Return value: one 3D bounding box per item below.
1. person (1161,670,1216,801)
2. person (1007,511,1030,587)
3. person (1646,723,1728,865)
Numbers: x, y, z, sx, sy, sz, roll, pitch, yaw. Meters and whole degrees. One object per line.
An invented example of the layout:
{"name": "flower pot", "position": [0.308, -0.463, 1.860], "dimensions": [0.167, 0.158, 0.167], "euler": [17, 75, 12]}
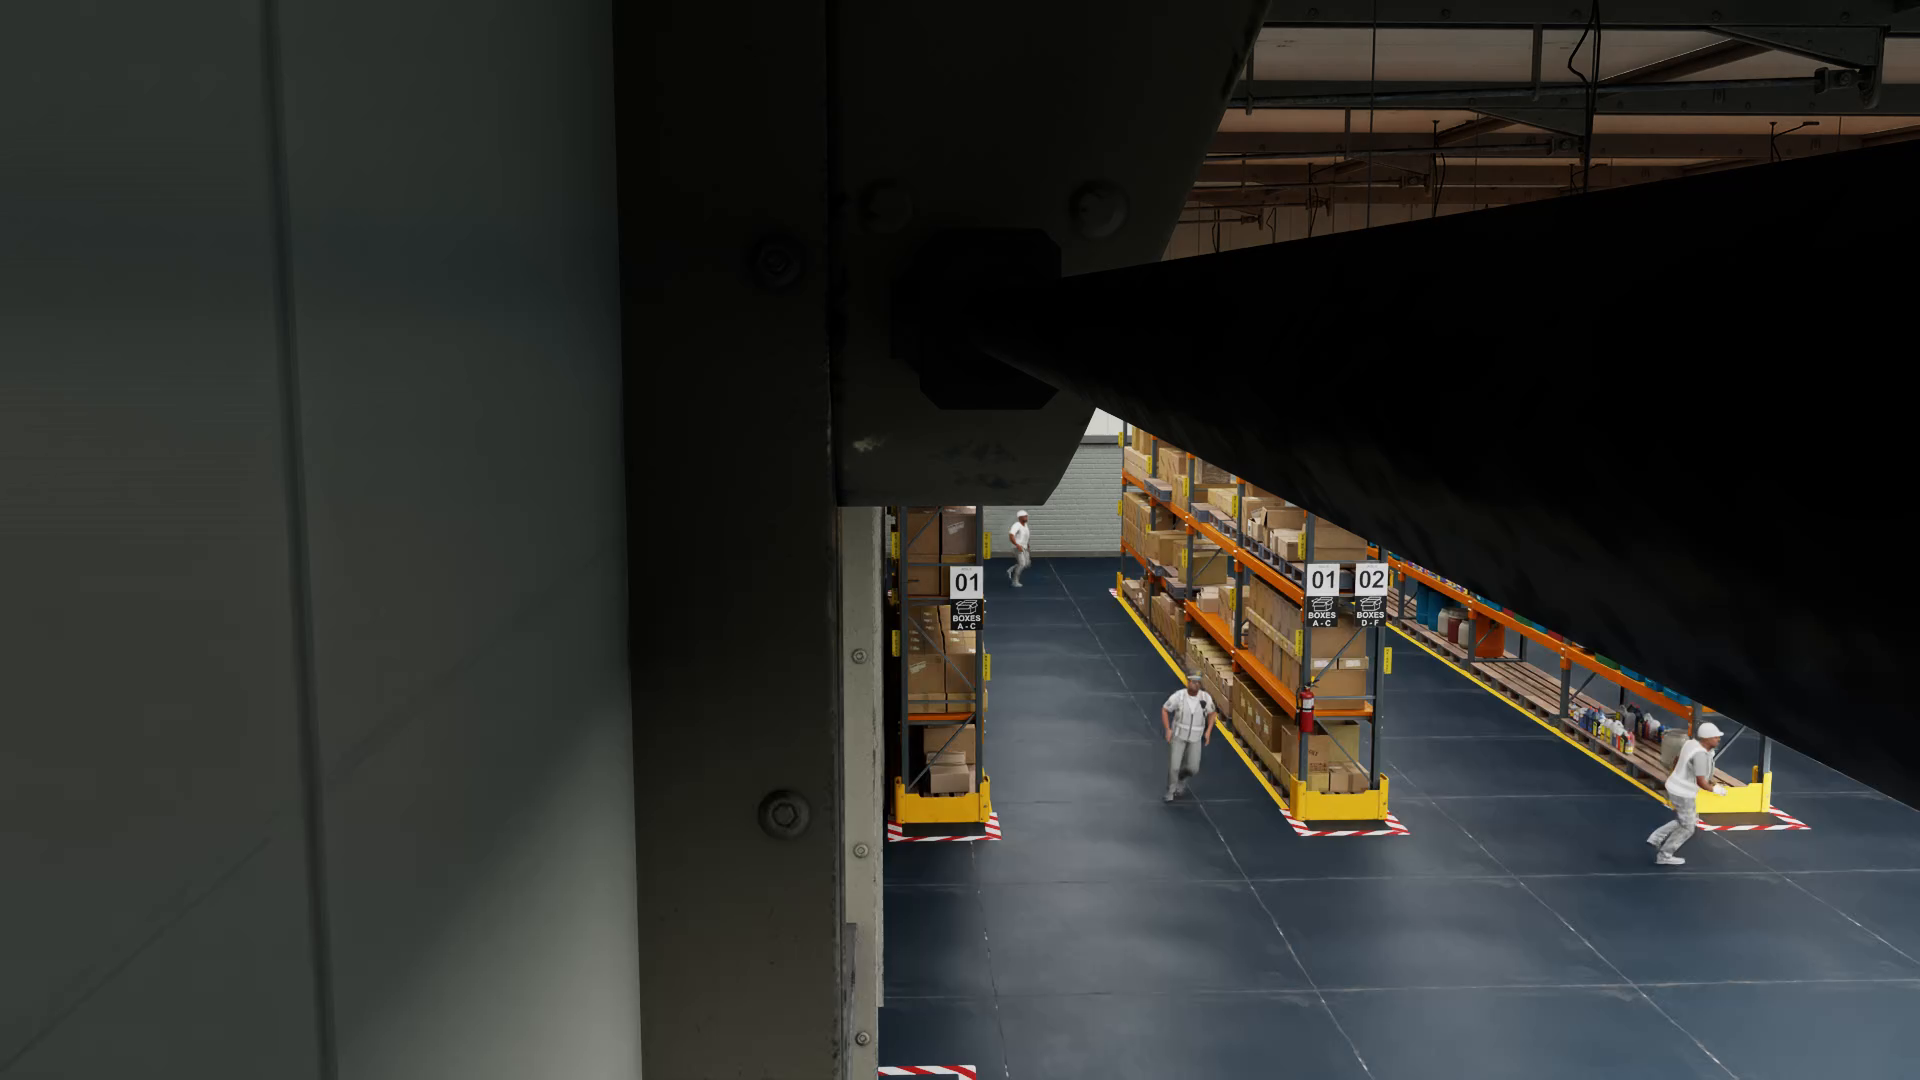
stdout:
{"name": "person", "position": [2.935, 2.500, 21.304], "dimensions": [0.715, 1.703, 0.540], "euler": [0, 8, -1]}
{"name": "person", "position": [1.348, 0.176, 37.863], "dimensions": [0.552, 1.693, 0.751], "euler": [4, 9, 27]}
{"name": "person", "position": [8.251, 2.873, 18.849], "dimensions": [0.794, 1.676, 0.695], "euler": [2, 8, 14]}
